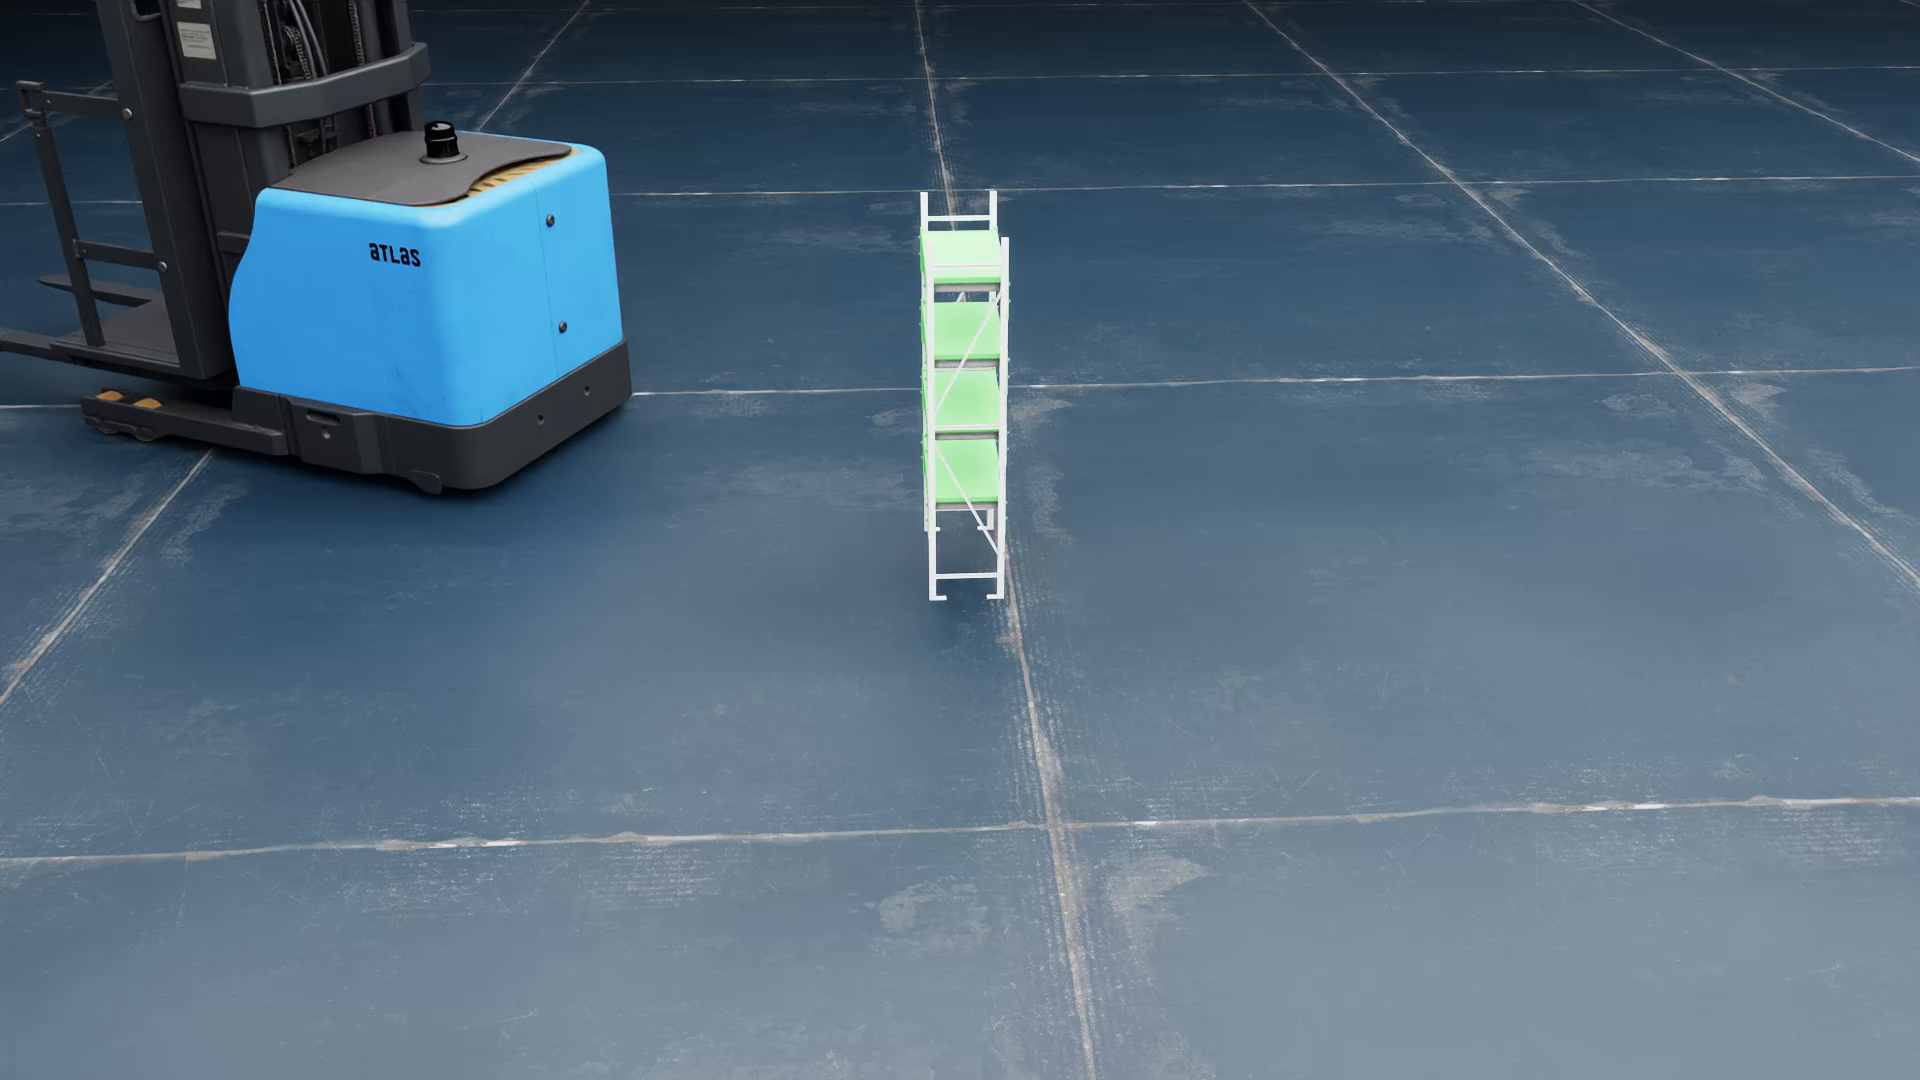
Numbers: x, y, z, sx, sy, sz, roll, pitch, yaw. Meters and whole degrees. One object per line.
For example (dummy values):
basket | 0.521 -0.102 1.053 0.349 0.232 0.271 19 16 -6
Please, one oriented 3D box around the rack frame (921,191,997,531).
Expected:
rack frame | -0.004 -0.568 5.542 0.240 1.200 0.015 -1 28 -3

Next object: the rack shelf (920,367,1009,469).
rack shelf | 0.009 -0.399 5.356 0.258 0.148 0.480 -1 28 -3

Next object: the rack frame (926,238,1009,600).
rack frame | 0.021 -0.343 5.110 0.240 1.200 0.015 -1 28 -3

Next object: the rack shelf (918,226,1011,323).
rack shelf | 0.009 -0.824 5.134 0.258 0.148 0.480 -1 28 -3

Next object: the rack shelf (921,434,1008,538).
rack shelf | 0.009 -0.186 5.467 0.258 0.148 0.480 -1 28 -3

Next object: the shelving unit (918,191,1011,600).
shelving unit | 0.009 -0.456 5.326 0.258 1.200 0.503 -1 28 -3

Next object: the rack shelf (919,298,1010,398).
rack shelf | 0.009 -0.612 5.245 0.258 0.148 0.480 -1 28 -3

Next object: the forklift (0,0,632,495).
forklift | -2.891 -1.893 6.211 3.031 2.935 1.130 11 29 20
